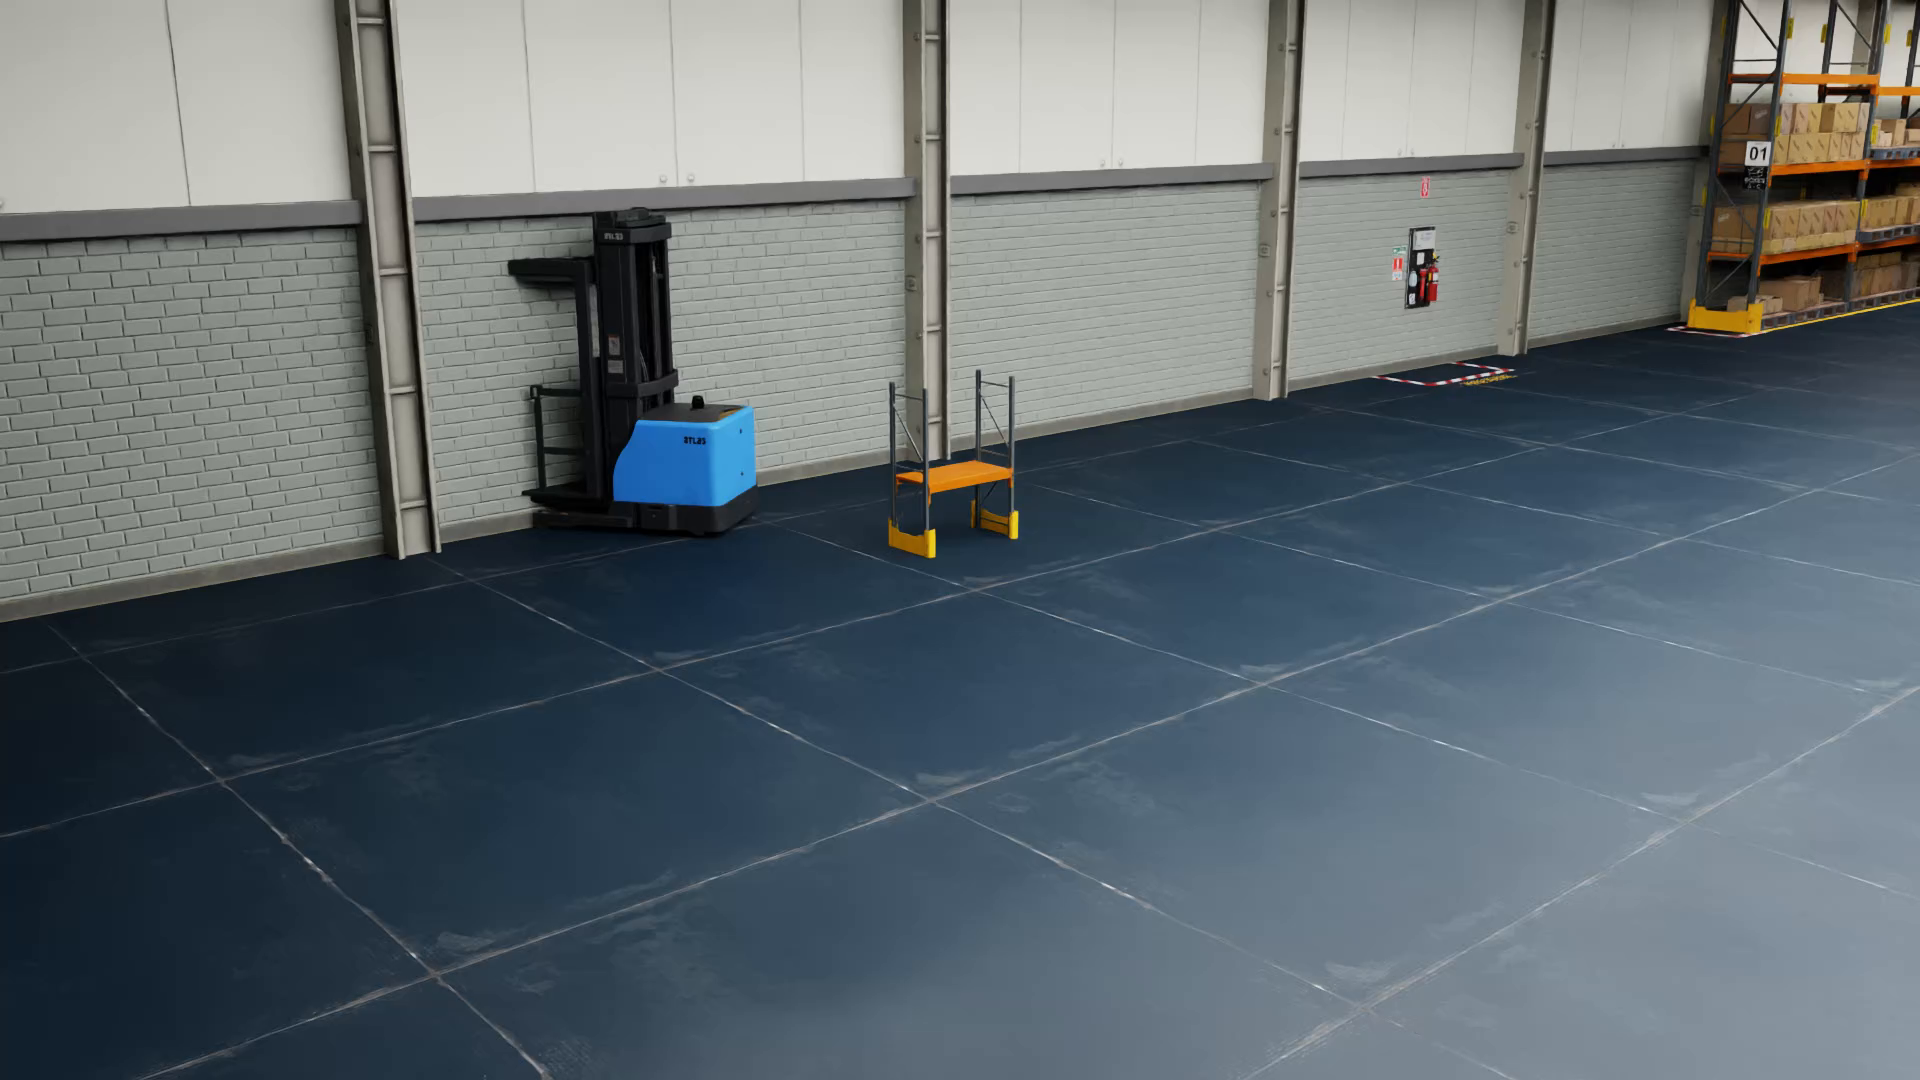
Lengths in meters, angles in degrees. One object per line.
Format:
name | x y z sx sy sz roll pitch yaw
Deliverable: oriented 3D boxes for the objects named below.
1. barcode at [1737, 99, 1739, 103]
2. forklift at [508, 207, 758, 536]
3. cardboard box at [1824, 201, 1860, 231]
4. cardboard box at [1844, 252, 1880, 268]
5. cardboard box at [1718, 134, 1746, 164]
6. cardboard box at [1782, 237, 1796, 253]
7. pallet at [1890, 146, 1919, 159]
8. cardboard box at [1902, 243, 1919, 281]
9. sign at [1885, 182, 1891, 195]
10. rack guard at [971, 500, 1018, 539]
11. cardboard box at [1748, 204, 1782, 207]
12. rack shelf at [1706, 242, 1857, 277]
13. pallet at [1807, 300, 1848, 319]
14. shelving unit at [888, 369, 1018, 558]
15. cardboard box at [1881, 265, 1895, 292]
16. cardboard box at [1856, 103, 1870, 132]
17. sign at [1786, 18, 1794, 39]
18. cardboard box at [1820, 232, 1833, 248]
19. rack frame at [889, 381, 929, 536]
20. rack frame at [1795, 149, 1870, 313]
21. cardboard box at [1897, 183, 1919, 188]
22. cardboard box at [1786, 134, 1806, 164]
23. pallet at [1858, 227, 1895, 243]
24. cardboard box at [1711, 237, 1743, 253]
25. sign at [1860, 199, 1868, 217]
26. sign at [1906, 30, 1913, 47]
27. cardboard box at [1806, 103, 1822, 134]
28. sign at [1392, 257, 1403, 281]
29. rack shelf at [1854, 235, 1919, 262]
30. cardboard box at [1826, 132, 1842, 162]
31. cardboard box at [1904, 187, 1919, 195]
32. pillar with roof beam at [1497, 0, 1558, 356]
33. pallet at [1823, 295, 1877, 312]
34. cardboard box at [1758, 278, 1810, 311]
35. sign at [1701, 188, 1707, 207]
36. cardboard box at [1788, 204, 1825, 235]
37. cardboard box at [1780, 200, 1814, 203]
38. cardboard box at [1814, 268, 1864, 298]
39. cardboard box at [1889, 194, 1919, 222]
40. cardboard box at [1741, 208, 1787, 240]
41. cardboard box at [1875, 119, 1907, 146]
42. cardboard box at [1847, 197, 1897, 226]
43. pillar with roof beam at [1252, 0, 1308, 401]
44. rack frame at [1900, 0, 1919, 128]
barcode | 13.475 -7.606 28.805 0.075 0.075 0.001 -13 19 -39
forklift | -3.529 -1.636 15.694 3.031 2.935 1.130 4 15 13
cardboard box | 16.132 -5.954 30.528 0.500 0.500 0.500 -13 20 -39
cardboard box | 17.550 -5.455 32.396 0.500 0.250 0.500 -13 20 -41
cardboard box | 13.416 -6.745 28.643 0.500 0.500 0.500 -11 18 -35
cardboard box | 14.227 -5.166 29.031 0.500 0.250 0.500 -13 20 -41
pallet | 17.601 -7.414 31.744 1.003 0.211 1.213 -13 19 -39
cardboard box | 19.944 -5.736 34.264 0.750 0.750 0.750 -13 20 -40
sign | 18.936 -7.140 33.923 0.005 0.325 0.100 -13 19 -39
rack guard | 0.318 -0.192 15.485 0.087 0.250 0.587 -13 19 -39
cardboard box | 14.257 -5.710 29.614 0.500 0.500 0.500 -13 20 -41
rack shelf | 14.776 -5.109 29.958 4.000 0.370 1.077 -13 19 -39
pallet | 15.802 -4.327 31.042 1.213 0.211 1.003 -13 19 -39
shelving unit | -0.058 -0.712 15.008 1.083 1.500 0.587 -13 19 -39
cardboard box | 17.973 -5.191 32.864 0.500 0.500 0.700 -13 20 -40
cardboard box | 16.085 -7.648 30.086 0.500 0.500 0.500 14 20 42
sign | 13.624 -8.400 27.296 0.005 0.325 0.100 -13 19 -39
cardboard box | 15.376 -5.422 29.989 0.500 0.250 0.500 -13 20 -40
rack frame | -0.448 -0.624 14.680 0.032 1.500 0.500 -13 19 -39
rack frame | 16.285 -5.795 31.133 0.127 3.000 1.000 -13 19 -39
cardboard box | 19.475 -7.164 33.996 0.500 0.250 0.500 -12 19 -38
cardboard box | 14.113 -6.717 28.539 0.500 0.500 0.500 -11 19 -36
pallet | 16.957 -5.804 31.537 1.213 0.211 1.003 -13 19 -39
cardboard box | 13.493 -5.172 29.051 0.500 0.250 0.500 -12 19 -39
sign | 16.647 -6.109 30.631 0.005 0.325 0.100 -13 19 -39
sign | 18.936 -10.006 33.157 0.005 0.325 0.100 -13 19 -39
cardboard box | 14.509 -7.290 28.747 0.500 0.500 0.500 -12 19 -38
sign | 6.328 -3.921 24.046 0.234 0.329 0.001 -13 19 -39
rack shelf | 17.794 -5.787 32.495 4.000 0.370 1.077 -13 19 -39
cardboard box | 15.284 -6.984 29.540 0.500 0.500 0.500 -14 20 -41
cardboard box | 19.062 -6.983 33.276 0.380 0.149 0.250 13 20 40
pillar with roof beam | 11.528 -6.448 21.954 0.400 9.000 9.100 -13 19 -39
pallet | 16.872 -4.580 31.988 1.213 0.211 1.003 -13 19 -39
cardboard box | 14.865 -4.433 30.026 0.500 0.500 0.700 -14 21 -43
sign | 12.918 -5.941 28.824 0.005 0.325 0.100 -13 19 -39
cardboard box | 14.980 -5.697 29.566 0.500 0.500 0.500 -12 19 -38
cardboard box | 15.401 -5.969 30.582 0.500 0.500 0.500 -13 20 -40
cardboard box | 16.830 -4.928 31.878 0.500 0.500 0.700 -12 19 -38
cardboard box | 18.955 -6.652 33.295 0.700 0.500 0.500 13 20 40
cardboard box | 13.825 -5.440 28.600 0.500 0.500 0.500 -13 19 -39
cardboard box | 17.681 -7.782 31.750 0.500 0.500 0.500 -14 20 -41
cardboard box | 17.594 -6.347 32.151 0.500 0.500 0.700 -10 18 -32
pillar with roof beam | 7.001 -5.432 18.149 0.400 9.000 9.100 -13 19 -39
rack frame | 19.303 -9.371 32.896 0.127 3.000 1.000 -13 19 -39
